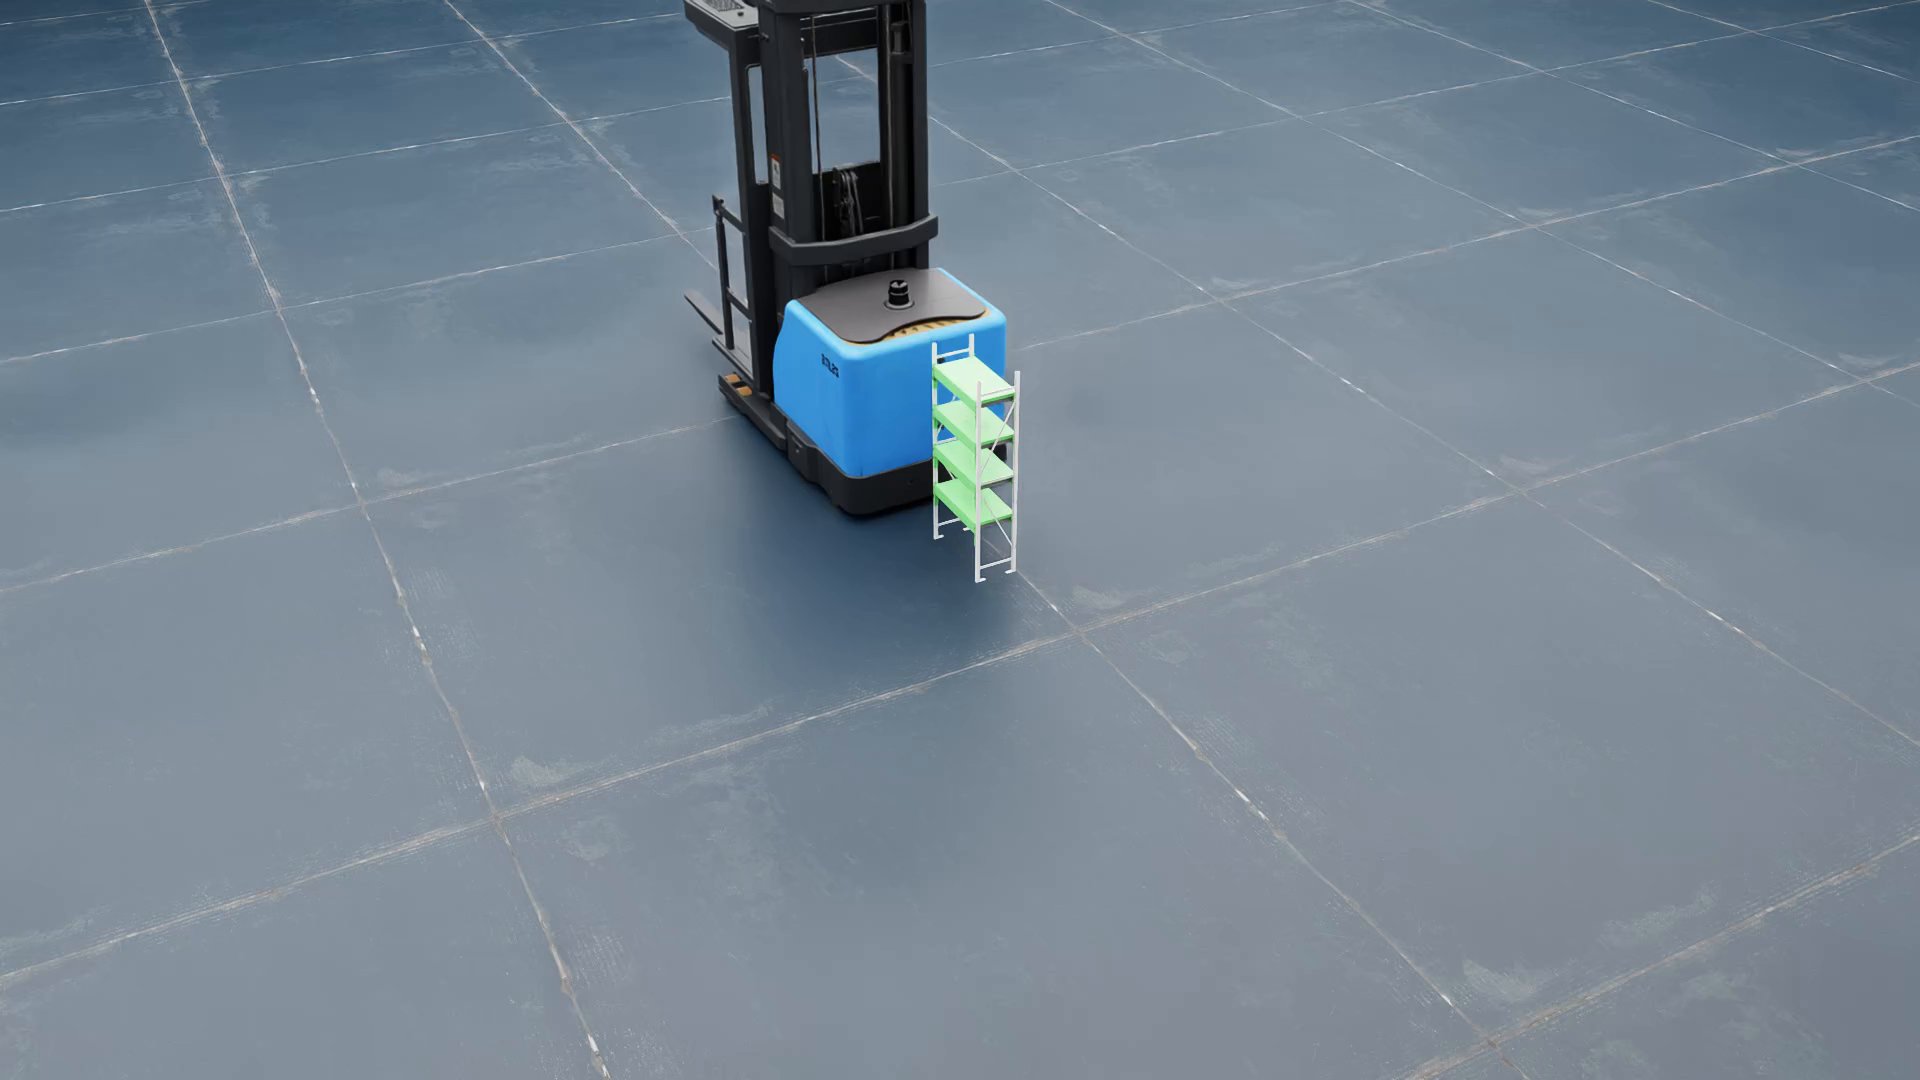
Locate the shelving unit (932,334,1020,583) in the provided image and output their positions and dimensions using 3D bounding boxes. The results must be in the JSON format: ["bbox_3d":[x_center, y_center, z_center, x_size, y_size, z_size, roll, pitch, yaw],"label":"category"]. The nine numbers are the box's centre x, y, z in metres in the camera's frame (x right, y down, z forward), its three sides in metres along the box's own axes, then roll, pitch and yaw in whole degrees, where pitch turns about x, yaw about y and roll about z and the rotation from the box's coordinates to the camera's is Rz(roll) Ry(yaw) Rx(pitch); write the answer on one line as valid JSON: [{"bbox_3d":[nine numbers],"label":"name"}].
[{"bbox_3d":[0.077,-0.426,8.803,0.258,1.200,0.503,-16,36,-23],"label":"shelving unit"}]

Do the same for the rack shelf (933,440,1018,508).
[{"bbox_3d":[0.077,-0.372,8.837,0.258,0.148,0.480,-16,36,-23],"label":"rack shelf"}]

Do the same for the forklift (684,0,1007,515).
[{"bbox_3d":[-0.885,-2.145,9.881,1.130,2.935,3.031,-17,36,-24],"label":"forklift"}]

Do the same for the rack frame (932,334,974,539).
[{"bbox_3d":[-0.037,-0.543,8.985,0.240,1.200,0.015,-16,36,-23],"label":"rack frame"}]

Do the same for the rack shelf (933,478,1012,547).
[{"bbox_3d":[0.077,-0.170,8.967,0.258,0.148,0.480,-16,36,-23],"label":"rack shelf"}]

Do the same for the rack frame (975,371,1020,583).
[{"bbox_3d":[0.191,-0.310,8.621,0.240,1.200,0.015,-16,36,-23],"label":"rack frame"}]

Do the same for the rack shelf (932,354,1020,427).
[{"bbox_3d":[0.077,-0.777,8.579,0.258,0.148,0.480,-16,36,-23],"label":"rack shelf"}]

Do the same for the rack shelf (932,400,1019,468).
[{"bbox_3d":[0.077,-0.574,8.708,0.258,0.148,0.480,-16,36,-23],"label":"rack shelf"}]
